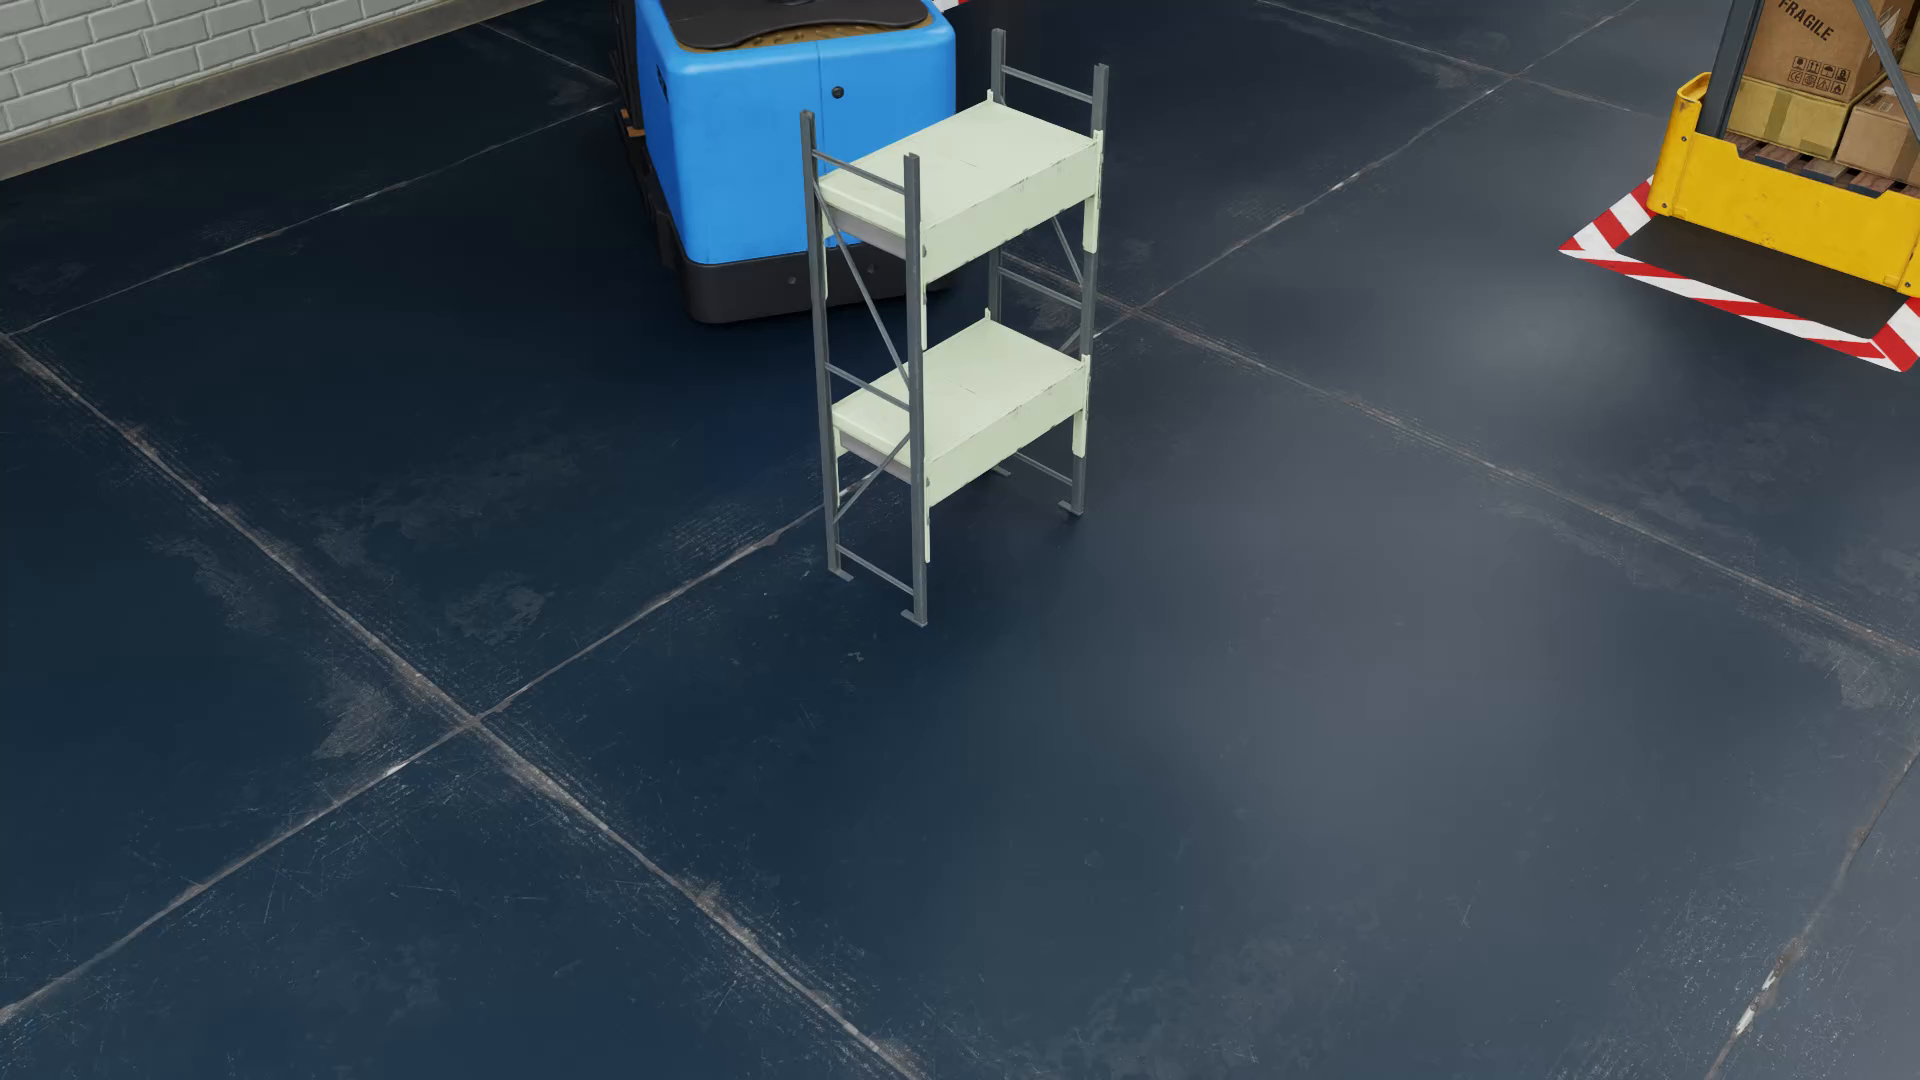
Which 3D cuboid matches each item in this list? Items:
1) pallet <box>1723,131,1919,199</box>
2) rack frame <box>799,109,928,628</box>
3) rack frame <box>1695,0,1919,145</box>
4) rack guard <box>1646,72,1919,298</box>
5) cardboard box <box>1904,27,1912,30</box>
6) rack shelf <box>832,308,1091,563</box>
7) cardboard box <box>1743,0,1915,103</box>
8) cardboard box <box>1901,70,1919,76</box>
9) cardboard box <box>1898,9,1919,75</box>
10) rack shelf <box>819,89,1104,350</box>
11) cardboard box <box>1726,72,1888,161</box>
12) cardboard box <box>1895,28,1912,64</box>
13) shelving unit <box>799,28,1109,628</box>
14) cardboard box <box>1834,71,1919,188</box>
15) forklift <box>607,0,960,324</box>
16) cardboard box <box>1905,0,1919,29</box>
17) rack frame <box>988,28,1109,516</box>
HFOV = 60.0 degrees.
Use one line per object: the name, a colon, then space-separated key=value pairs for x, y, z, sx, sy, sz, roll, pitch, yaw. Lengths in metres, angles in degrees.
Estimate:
pallet: x=3.919 y=-1.701 z=7.220 sx=1.003 sy=0.211 sz=1.213 roll=30 pitch=47 yaw=32
rack frame: x=-0.251 y=-0.416 z=4.568 sx=0.400 sy=1.500 sz=0.023 roll=30 pitch=47 yaw=32
rack frame: x=3.434 y=-2.424 z=5.888 sx=1.000 sy=3.000 sz=0.127 roll=30 pitch=47 yaw=32
rack guard: x=3.418 y=-1.434 z=6.652 sx=1.175 sy=0.500 sz=0.348 roll=30 pitch=47 yaw=32
cardboard box: x=4.242 y=-2.347 z=7.664 sx=0.500 sy=0.250 sz=0.500 roll=30 pitch=47 yaw=32
rack shelf: x=-0.004 y=-0.329 z=4.982 sx=0.431 sy=0.370 sz=0.720 roll=30 pitch=47 yaw=32
cardboard box: x=3.576 y=-2.177 z=6.846 sx=0.500 sy=0.500 sz=0.500 roll=30 pitch=47 yaw=32
cardboard box: x=4.295 y=-1.896 z=7.096 sx=0.500 sy=0.250 sz=0.500 roll=30 pitch=47 yaw=32
cardboard box: x=4.296 y=-2.189 z=6.862 sx=0.500 sy=0.500 sz=0.500 roll=30 pitch=47 yaw=32
rack shelf: x=-0.004 y=-0.889 z=4.536 sx=0.431 sy=0.370 sz=0.720 roll=30 pitch=47 yaw=32
cardboard box: x=3.578 y=-1.882 z=7.079 sx=0.500 sy=0.250 sz=0.500 roll=30 pitch=47 yaw=32
cardboard box: x=3.906 y=-2.117 z=7.374 sx=0.500 sy=0.250 sz=0.500 roll=30 pitch=47 yaw=32
shelving unit: x=-0.004 y=-0.584 z=4.779 sx=0.431 sy=1.500 sz=0.755 roll=30 pitch=47 yaw=32
cardboard box: x=3.960 y=-1.665 z=6.805 sx=0.500 sy=0.250 sz=0.500 roll=30 pitch=47 yaw=32
forklift: x=-0.919 y=-2.868 z=6.502 sx=1.130 sy=2.935 sz=3.031 roll=-11 pitch=40 yaw=-13
cardboard box: x=4.240 y=-2.642 z=7.432 sx=0.500 sy=0.500 sz=0.500 roll=30 pitch=47 yaw=32
rack frame: x=0.242 y=-0.752 z=4.991 sx=0.400 sy=1.500 sz=0.023 roll=30 pitch=47 yaw=32
